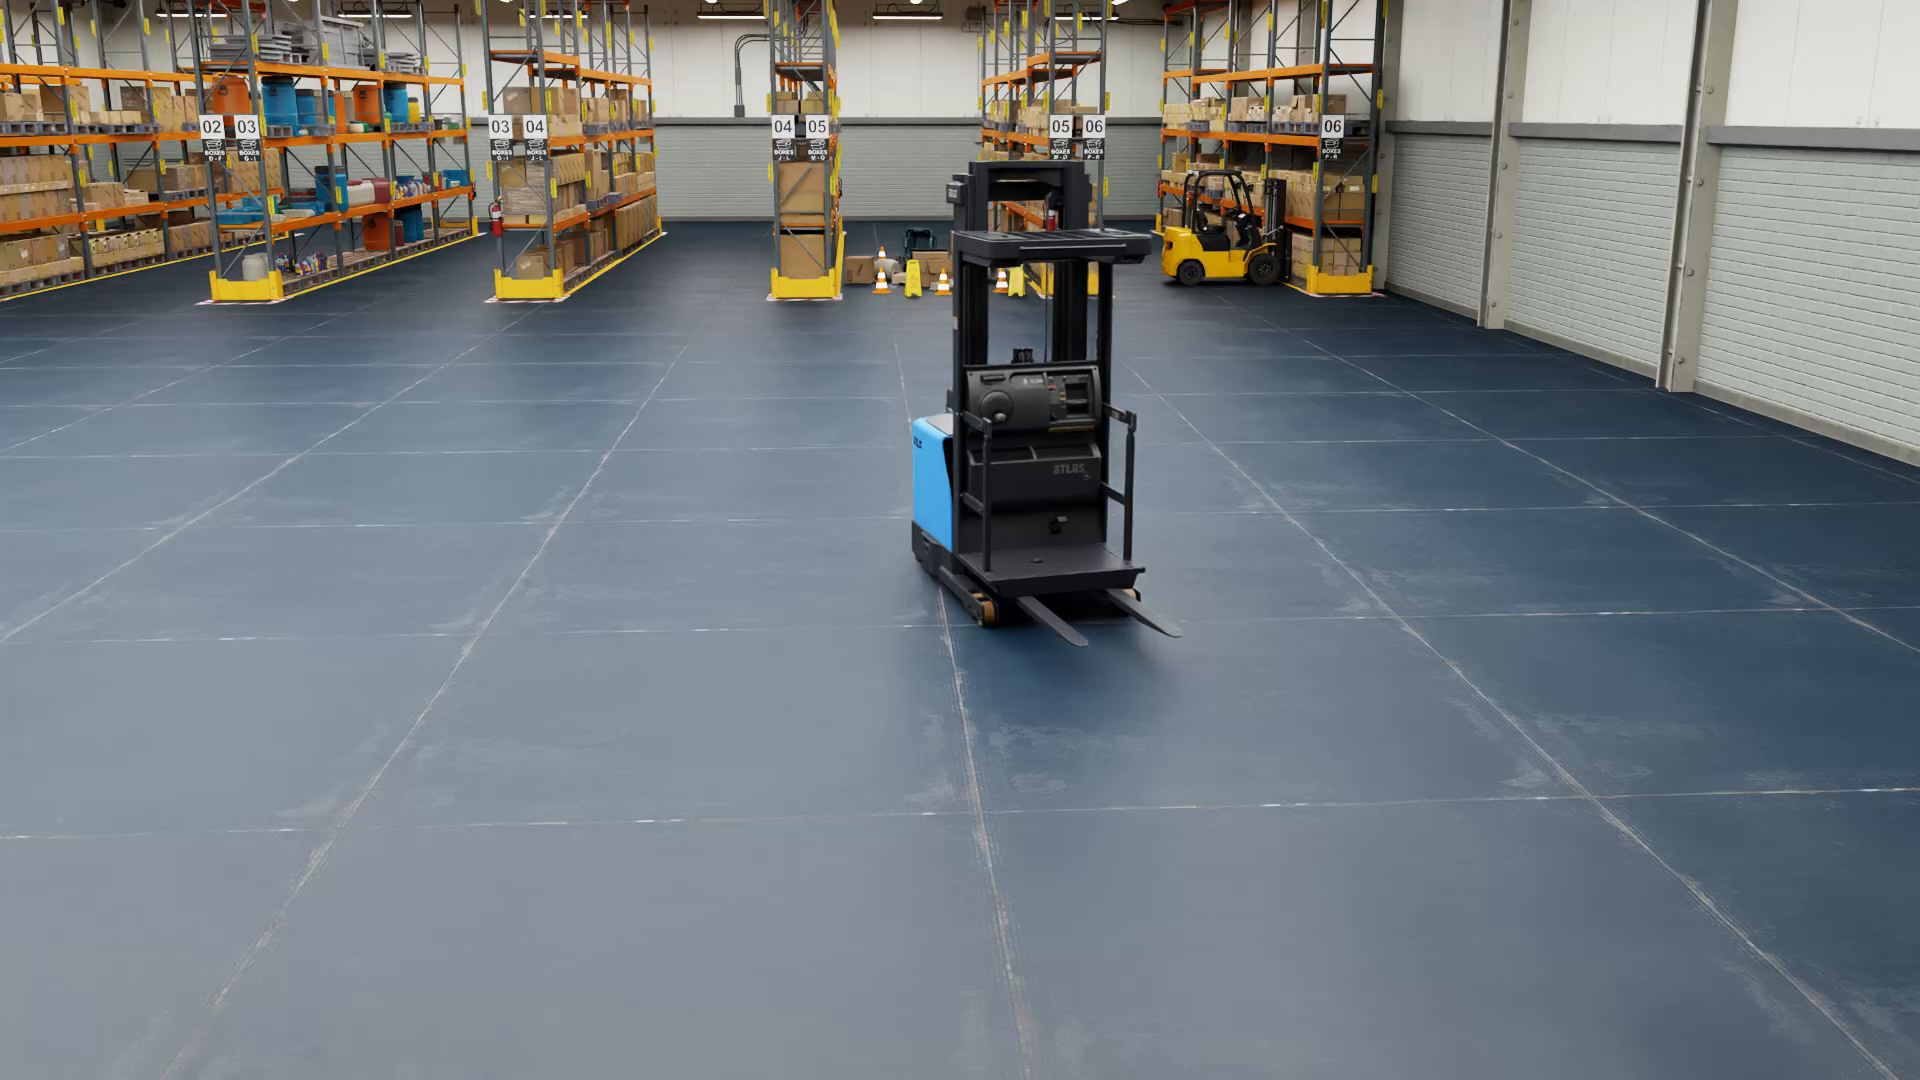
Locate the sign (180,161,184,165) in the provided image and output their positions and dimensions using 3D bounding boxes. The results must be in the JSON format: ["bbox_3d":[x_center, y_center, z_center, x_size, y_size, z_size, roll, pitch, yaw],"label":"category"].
[{"bbox_3d":[-18.964,-9.085,40.580,0.100,0.325,0.005,-1,14,-3],"label":"sign"}]

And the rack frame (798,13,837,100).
[{"bbox_3d":[-3.827,-12.780,44.637,1.000,3.000,0.127,-1,14,-3],"label":"rack frame"}]

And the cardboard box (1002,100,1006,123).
[{"bbox_3d":[1.352,-9.934,38.554,0.700,0.500,0.500,-2,15,-6],"label":"cardboard box"}]

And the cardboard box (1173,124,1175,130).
[{"bbox_3d":[5.847,-10.919,43.929,0.380,0.149,0.250,-1,14,-3],"label":"cardboard box"}]

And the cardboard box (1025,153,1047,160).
[{"bbox_3d":[1.672,-7.428,33.073,0.700,0.500,0.500,-1,14,-3],"label":"cardboard box"}]

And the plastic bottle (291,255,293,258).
[{"bbox_3d":[-13.247,-5.496,32.934,0.061,0.283,0.133,-1,14,-3],"label":"plastic bottle"}]

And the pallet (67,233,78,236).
[{"bbox_3d":[-23.415,-7.743,42.696,1.003,0.211,1.213,-1,14,-3],"label":"pallet"}]

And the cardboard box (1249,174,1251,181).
[{"bbox_3d":[6.454,-7.831,35.939,0.380,0.149,0.250,-1,14,-3],"label":"cardboard box"}]

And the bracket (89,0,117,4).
[{"bbox_3d":[-24.427,-15.452,47.797,0.076,0.066,3.189,-1,14,-3],"label":"bracket"}]

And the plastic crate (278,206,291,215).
[{"bbox_3d":[-13.181,-6.318,31.986,0.450,0.188,0.662,-1,14,-3],"label":"plastic crate"}]

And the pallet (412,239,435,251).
[{"bbox_3d":[-13.473,-7.209,40.620,1.003,0.211,1.213,-1,14,-3],"label":"pallet"}]

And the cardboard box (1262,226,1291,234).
[{"bbox_3d":[6.522,-6.300,34.161,0.500,0.250,0.500,-1,14,-4],"label":"cardboard box"}]

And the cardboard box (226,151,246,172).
[{"bbox_3d":[-18.204,-9.459,41.562,0.500,0.500,0.500,-1,14,-5],"label":"cardboard box"}]

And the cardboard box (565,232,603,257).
[{"bbox_3d":[-8.137,-6.391,35.979,0.700,0.500,0.500,0,14,1],"label":"cardboard box"}]

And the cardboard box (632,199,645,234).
[{"bbox_3d":[-8.496,-8.168,42.174,0.875,0.875,0.875,-1,14,-3],"label":"cardboard box"}]

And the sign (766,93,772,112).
[{"bbox_3d":[-3.378,-7.733,29.426,0.100,0.325,0.005,-1,14,-3],"label":"sign"}]

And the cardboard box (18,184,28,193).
[{"bbox_3d":[-17.583,-6.538,30.913,0.380,0.149,0.250,-1,14,-3],"label":"cardboard box"}]

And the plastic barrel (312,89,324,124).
[{"bbox_3d":[-13.272,-8.743,33.963,0.600,0.901,0.600,0,14,0],"label":"plastic barrel"}]

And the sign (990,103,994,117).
[{"bbox_3d":[0.802,-10.714,41.430,0.100,0.325,0.005,-1,14,-3],"label":"sign"}]

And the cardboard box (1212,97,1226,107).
[{"bbox_3d":[6.446,-10.846,41.173,0.396,0.266,0.258,-1,14,-3],"label":"cardboard box"}]

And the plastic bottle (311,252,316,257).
[{"bbox_3d":[-12.800,-5.534,32.950,0.144,0.351,0.185,-1,14,-3],"label":"plastic bottle"}]

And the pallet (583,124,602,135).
[{"bbox_3d":[-7.972,-8.356,33.838,1.213,0.211,1.003,-1,14,-3],"label":"pallet"}]

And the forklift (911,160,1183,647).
[{"bbox_3d":[0.563,-0.968,10.907,1.130,2.935,3.031,-4,15,-17],"label":"forklift"}]

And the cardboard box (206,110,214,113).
[{"bbox_3d":[-18.205,-10.423,40.795,0.500,0.250,0.500,-1,14,-3],"label":"cardboard box"}]

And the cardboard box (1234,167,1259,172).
[{"bbox_3d":[6.681,-8.446,38.790,0.500,0.500,0.500,0,14,-1],"label":"cardboard box"}]

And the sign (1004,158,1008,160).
[{"bbox_3d":[1.050,-8.538,37.866,0.100,0.325,0.005,-1,14,-3],"label":"sign"}]

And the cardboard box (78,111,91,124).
[{"bbox_3d":[-17.993,-8.560,33.714,0.500,0.250,0.500,-2,15,-9],"label":"cardboard box"}]

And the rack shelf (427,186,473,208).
[{"bbox_3d":[-13.603,-8.901,43.044,1.077,0.370,4.000,-1,14,-3],"label":"rack shelf"}]

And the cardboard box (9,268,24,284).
[{"bbox_3d":[-17.525,-4.825,30.434,0.500,0.250,0.500,-1,14,-3],"label":"cardboard box"}]

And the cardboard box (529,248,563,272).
[{"bbox_3d":[-7.905,-5.296,31.765,0.500,0.500,0.500,0,14,2],"label":"cardboard box"}]

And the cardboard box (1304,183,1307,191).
[{"bbox_3d":[6.747,-6.709,31.580,0.380,0.149,0.250,-1,14,-4],"label":"cardboard box"}]

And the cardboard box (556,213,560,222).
[{"bbox_3d":[-7.569,-5.922,30.526,0.380,0.149,0.250,-1,14,-3],"label":"cardboard box"}]

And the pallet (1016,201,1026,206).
[{"bbox_3d":[1.767,-7.402,36.160,1.003,0.211,1.213,-1,14,-3],"label":"pallet"}]

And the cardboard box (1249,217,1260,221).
[{"bbox_3d":[6.836,-7.505,39.049,0.380,0.149,0.250,0,14,-1],"label":"cardboard box"}]

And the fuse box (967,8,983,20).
[{"bbox_3d":[0.484,-15.822,50.041,0.513,0.334,0.176,-1,14,-3],"label":"fuse box"}]

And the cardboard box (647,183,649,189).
[{"bbox_3d":[-8.338,-9.238,43.414,0.380,0.149,0.250,-1,14,-2],"label":"cardboard box"}]

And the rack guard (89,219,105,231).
[{"bbox_3d":[-23.616,-8.389,44.628,1.175,0.500,0.348,-1,14,-3],"label":"rack guard"}]

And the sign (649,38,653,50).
[{"bbox_3d":[-8.241,-13.224,44.330,0.100,0.325,0.005,-1,14,-3],"label":"sign"}]

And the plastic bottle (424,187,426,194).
[{"bbox_3d":[-13.097,-8.534,40.574,0.097,0.201,0.097,0,14,0],"label":"plastic bottle"}]

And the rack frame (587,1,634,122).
[{"bbox_3d":[-8.535,-11.734,40.571,1.000,3.000,0.127,-1,14,-3],"label":"rack frame"}]

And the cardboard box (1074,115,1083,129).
[{"bbox_3d":[2.334,-7.650,30.424,0.500,0.250,0.500,-1,14,-4],"label":"cardboard box"}]

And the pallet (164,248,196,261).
[{"bbox_3d":[-18.184,-6.517,37.933,1.003,0.211,1.213,-1,14,-3],"label":"pallet"}]

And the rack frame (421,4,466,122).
[{"bbox_3d":[-13.727,-12.652,44.140,1.000,3.000,0.127,-1,14,-3],"label":"rack frame"}]

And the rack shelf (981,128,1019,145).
[{"bbox_3d":[1.232,-10.583,43.562,1.077,0.370,4.000,-1,14,-3],"label":"rack shelf"}]

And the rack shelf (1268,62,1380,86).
[{"bbox_3d":[6.929,-8.935,31.940,1.077,0.370,4.000,-1,14,-3],"label":"rack shelf"}]

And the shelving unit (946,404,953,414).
[{"bbox_3d":[-0.003,-0.522,12.947,0.215,1.050,0.252,-1,14,-3],"label":"shelving unit"}]

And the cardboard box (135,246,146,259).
[{"bbox_3d":[-17.835,-6.173,35.673,0.500,0.250,0.500,-1,14,-2],"label":"cardboard box"}]

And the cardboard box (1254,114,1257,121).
[{"bbox_3d":[6.434,-8.921,35.119,0.380,0.149,0.250,-1,14,-4],"label":"cardboard box"}]

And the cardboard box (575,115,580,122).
[{"bbox_3d":[-7.731,-8.335,32.884,0.380,0.149,0.250,0,14,-2],"label":"cardboard box"}]

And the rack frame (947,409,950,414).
[{"bbox_3d":[0.004,-0.491,12.829,0.200,1.050,0.008,-1,14,-3],"label":"rack frame"}]
